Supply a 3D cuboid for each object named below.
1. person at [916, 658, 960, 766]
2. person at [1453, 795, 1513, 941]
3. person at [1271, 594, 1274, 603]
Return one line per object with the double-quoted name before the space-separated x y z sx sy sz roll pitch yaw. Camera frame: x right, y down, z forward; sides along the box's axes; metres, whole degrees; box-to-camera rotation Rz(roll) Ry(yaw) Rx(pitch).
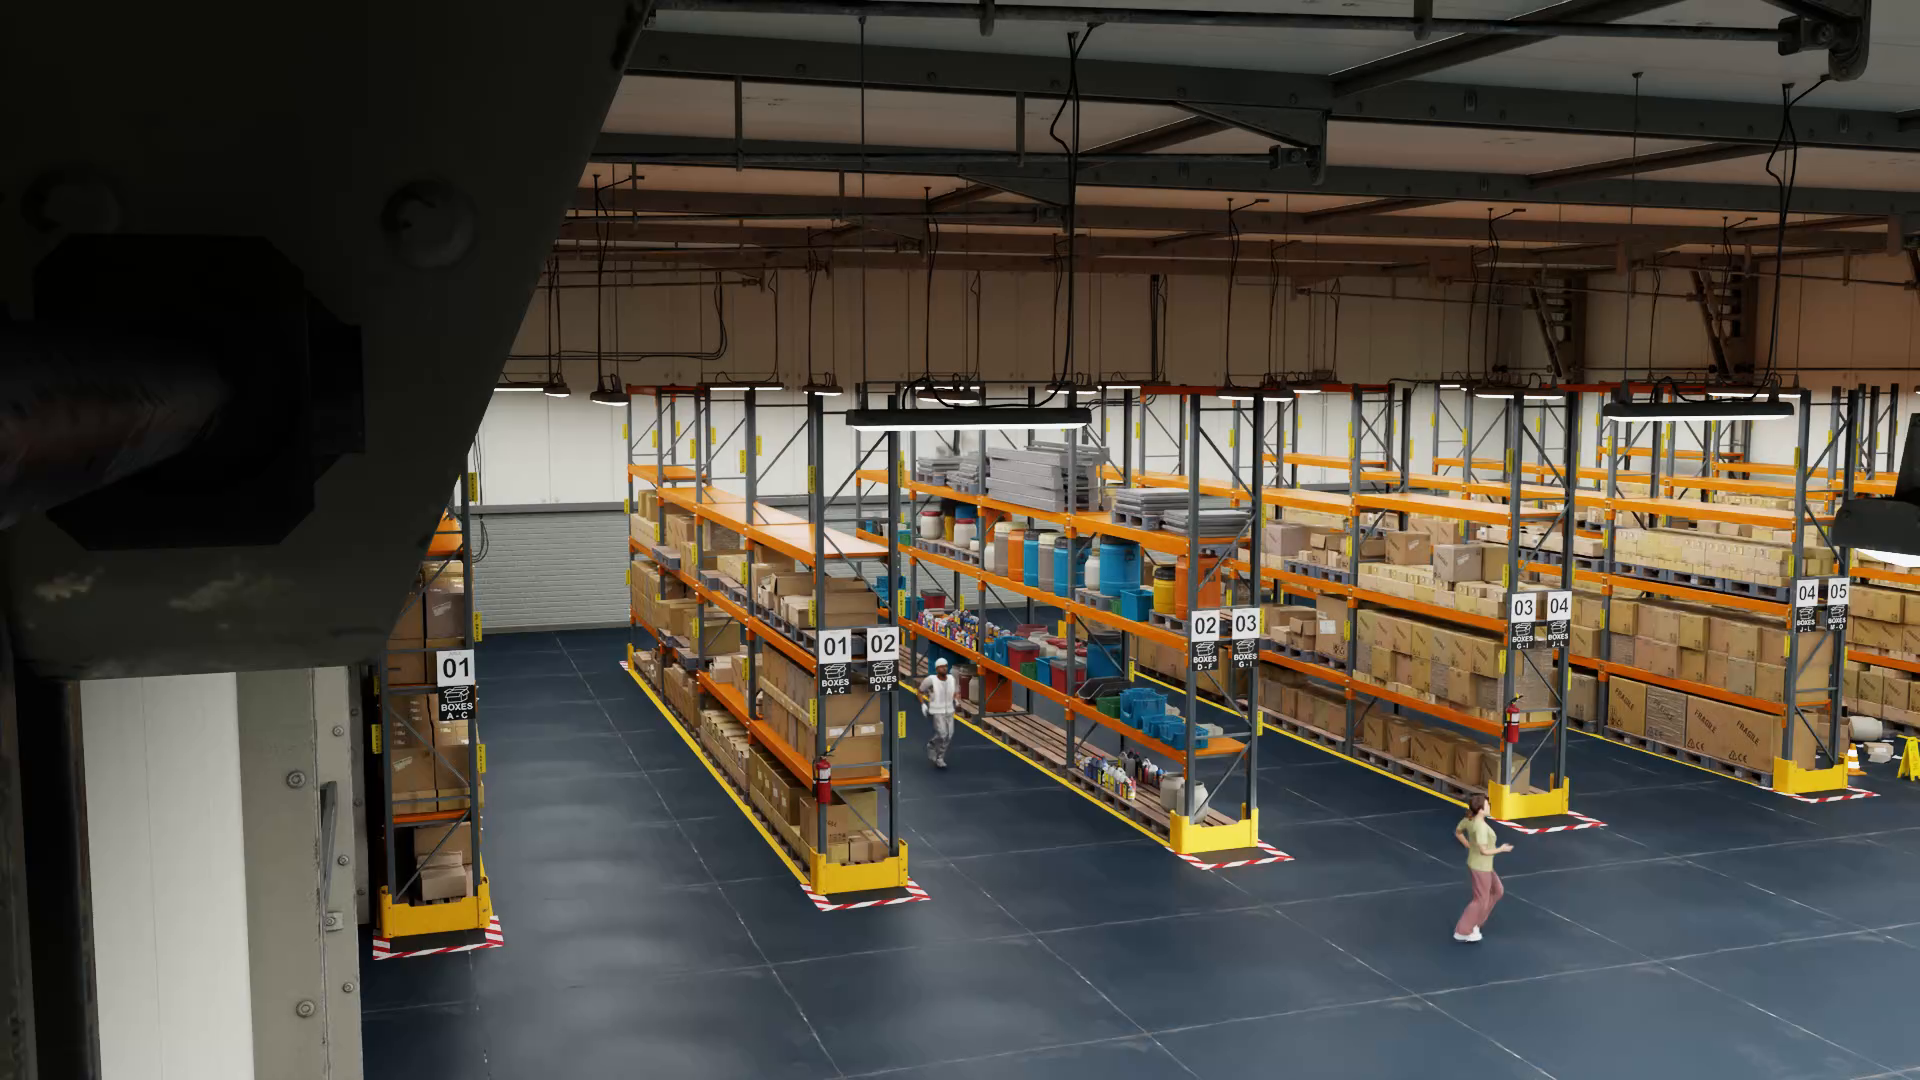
"person" -0.269 2.743 26.337 0.675 1.739 0.597 -3 7 -30
"person" 5.755 3.622 18.303 0.595 1.649 0.562 0 6 5
"person" 6.509 1.951 33.985 0.684 1.725 0.627 -2 6 -20
